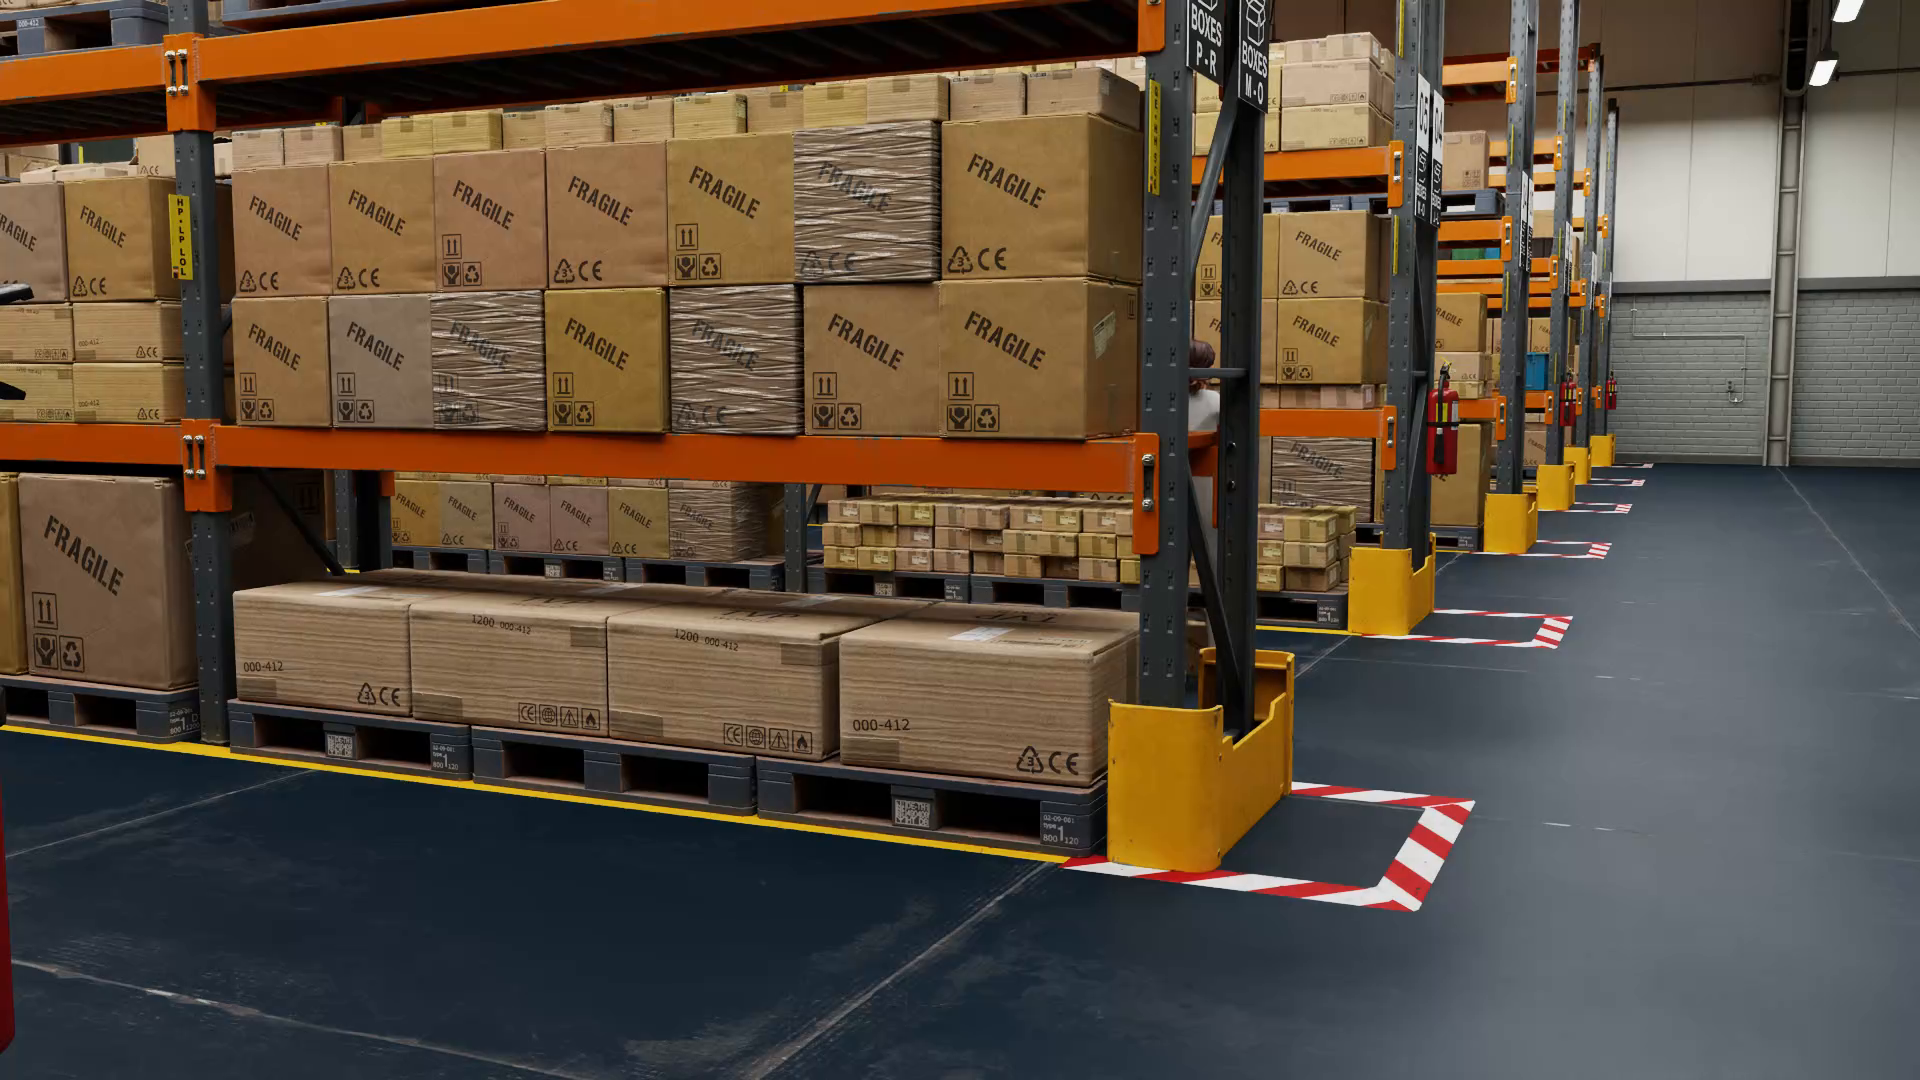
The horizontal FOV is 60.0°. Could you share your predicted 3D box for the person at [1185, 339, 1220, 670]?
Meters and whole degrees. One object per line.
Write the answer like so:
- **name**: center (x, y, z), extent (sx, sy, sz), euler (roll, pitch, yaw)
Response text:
- **person**: center (1.128, -0.121, 7.960), extent (0.485, 1.673, 0.367), euler (2, 6, 22)
